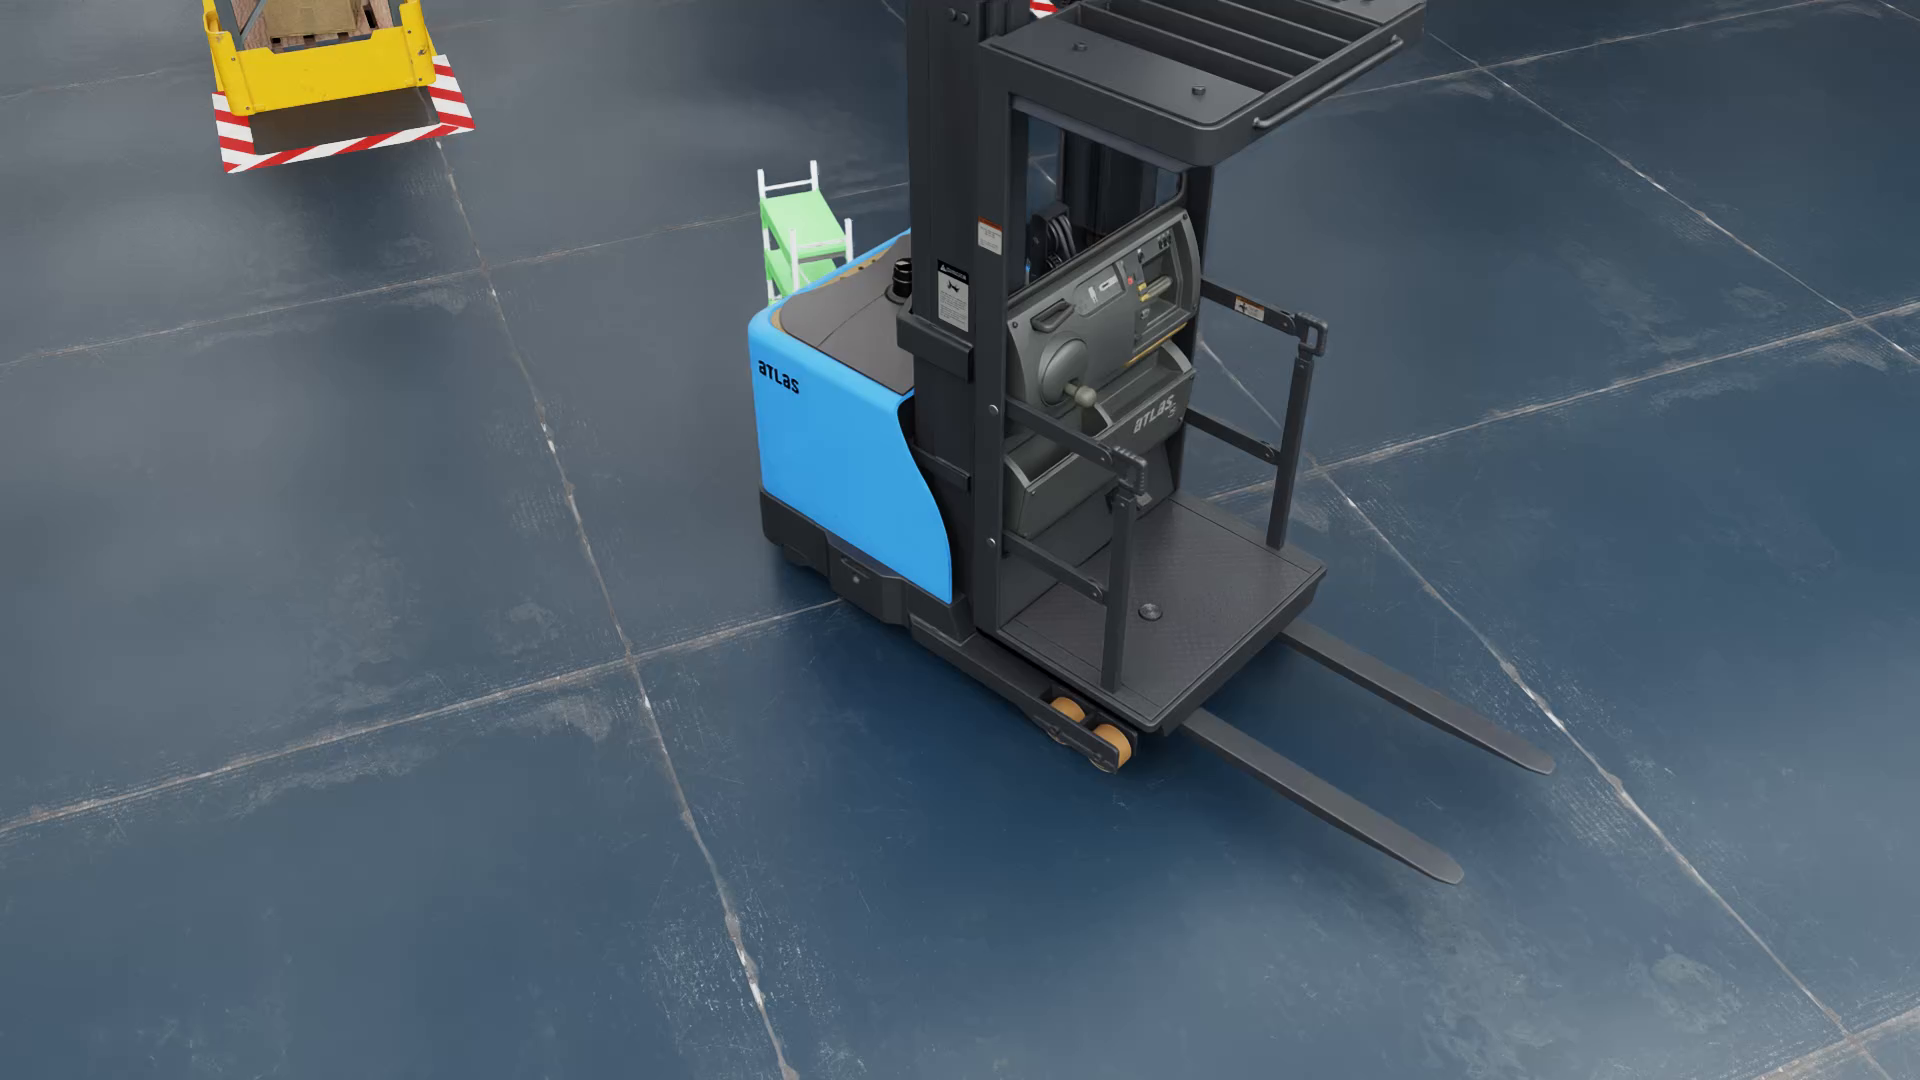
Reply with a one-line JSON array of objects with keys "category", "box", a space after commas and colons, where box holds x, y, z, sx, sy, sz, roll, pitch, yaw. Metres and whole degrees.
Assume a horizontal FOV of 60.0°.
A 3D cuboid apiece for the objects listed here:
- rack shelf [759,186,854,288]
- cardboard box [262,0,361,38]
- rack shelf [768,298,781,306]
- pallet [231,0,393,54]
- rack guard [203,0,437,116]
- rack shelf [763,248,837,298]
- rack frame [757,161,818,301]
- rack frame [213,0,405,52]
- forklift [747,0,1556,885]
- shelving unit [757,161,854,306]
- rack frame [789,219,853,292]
[{"category": "rack shelf", "box": [-0.611, -1.205, 6.593, 0.258, 0.148, 0.480, -13, 42, -15]}, {"category": "cardboard box", "box": [-3.913, -3.365, 9.958, 0.500, 0.500, 0.500, -8, 41, -9]}, {"category": "rack shelf", "box": [-0.611, -0.841, 6.906, 0.258, 0.148, 0.480, -13, 42, -15]}, {"category": "pallet", "box": [-3.997, -3.260, 10.379, 1.003, 0.211, 1.213, -15, 43, -17]}, {"category": "rack guard", "box": [-3.719, -2.871, 9.706, 1.175, 0.500, 0.348, -15, 43, -17]}, {"category": "rack shelf", "box": [-0.611, -1.023, 6.749, 0.258, 0.148, 0.480, -13, 42, -15]}, {"category": "rack frame", "box": [-0.692, -1.040, 7.039, 0.240, 1.200, 0.015, -13, 42, -15]}, {"category": "rack frame", "box": [-3.690, -3.773, 8.837, 1.000, 3.000, 0.127, -15, 43, -17]}, {"category": "forklift", "box": [0.640, -0.693, 5.308, 3.031, 2.935, 1.130, 30, 49, 30]}, {"category": "shelving unit", "box": [-0.611, -0.889, 6.864, 0.258, 1.200, 0.503, -13, 42, -15]}, {"category": "rack frame", "box": [-0.530, -0.739, 6.690, 0.240, 1.200, 0.015, -13, 42, -15]}]
